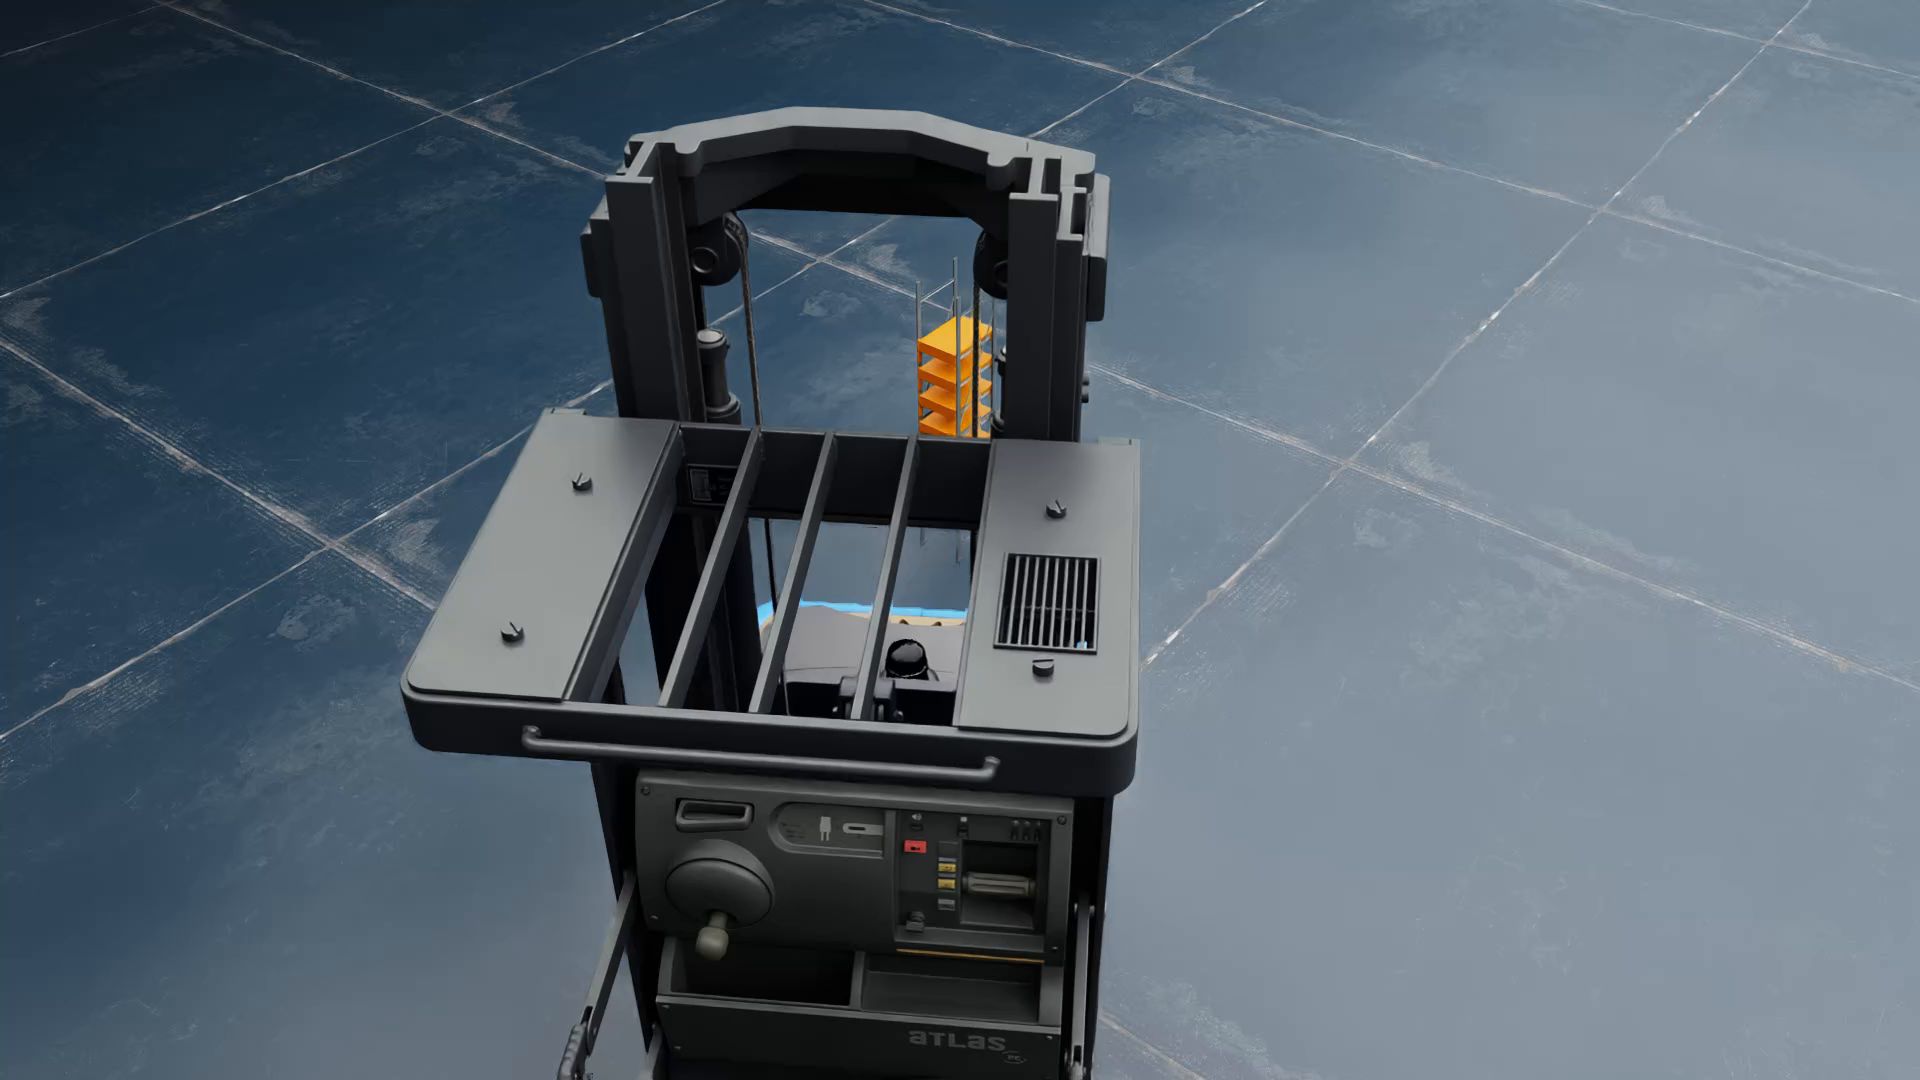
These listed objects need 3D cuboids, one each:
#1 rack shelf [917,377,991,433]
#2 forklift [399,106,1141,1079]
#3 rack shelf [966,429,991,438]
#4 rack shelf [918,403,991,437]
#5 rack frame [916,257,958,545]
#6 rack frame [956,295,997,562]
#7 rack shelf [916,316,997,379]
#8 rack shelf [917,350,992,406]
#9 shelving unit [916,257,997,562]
[{"bbox_3d":[-0.011,-0.537,6.340,0.180,0.103,0.258,25,45,29],"label":"rack shelf"},{"bbox_3d":[-0.247,0.785,3.369,1.130,2.935,3.031,3,38,4],"label":"forklift"},{"bbox_3d":[-0.011,-0.348,6.488,0.180,0.103,0.258,25,45,29],"label":"rack shelf"},{"bbox_3d":[-0.011,-0.443,6.414,0.180,0.103,0.258,25,45,29],"label":"rack shelf"},{"bbox_3d":[-0.084,-0.512,6.431,0.006,1.200,0.240,25,45,29],"label":"rack frame"},{"bbox_3d":[0.061,-0.444,6.343,0.006,1.200,0.240,25,45,29],"label":"rack frame"},{"bbox_3d":[-0.012,-0.726,6.193,0.180,0.103,0.258,25,45,29],"label":"rack shelf"},{"bbox_3d":[-0.012,-0.632,6.266,0.180,0.103,0.258,25,45,29],"label":"rack shelf"},{"bbox_3d":[-0.011,-0.478,6.387,0.189,1.200,0.258,25,45,29],"label":"shelving unit"}]
